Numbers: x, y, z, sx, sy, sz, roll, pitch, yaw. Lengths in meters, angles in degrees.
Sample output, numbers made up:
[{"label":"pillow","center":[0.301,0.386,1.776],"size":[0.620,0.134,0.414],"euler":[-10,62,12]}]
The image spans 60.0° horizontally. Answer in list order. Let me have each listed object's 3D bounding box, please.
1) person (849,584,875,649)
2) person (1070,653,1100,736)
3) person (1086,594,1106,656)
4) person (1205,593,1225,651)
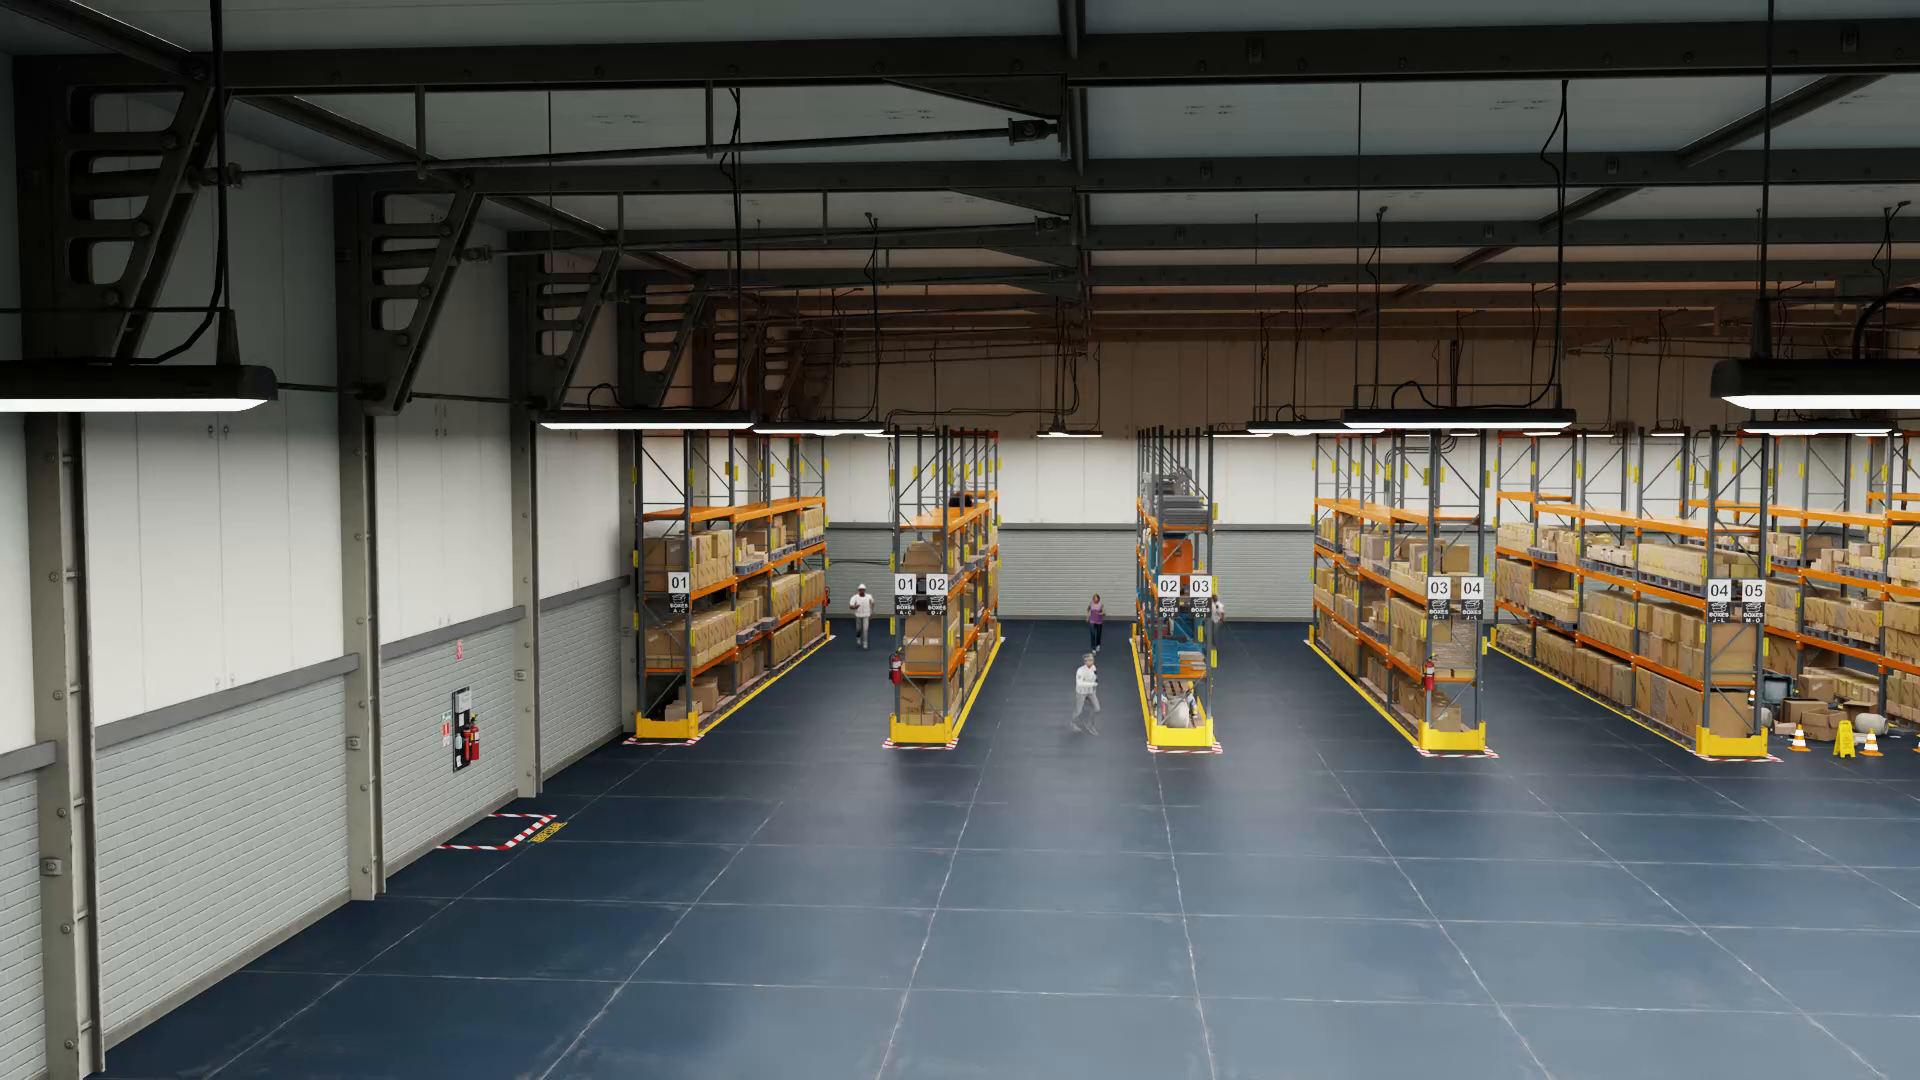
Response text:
[{"label":"person","center":[-2.680,2.088,45.637],"size":[0.705,1.746,0.971],"euler":[0,3,-6]},{"label":"person","center":[2.445,2.981,32.194],"size":[0.601,1.637,0.915],"euler":[-2,4,-28]},{"label":"person","center":[3.624,2.236,44.355],"size":[0.522,1.603,0.862],"euler":[0,3,4]},{"label":"person","center":[6.871,2.213,44.896],"size":[0.558,1.593,0.746],"euler":[1,4,14]}]
